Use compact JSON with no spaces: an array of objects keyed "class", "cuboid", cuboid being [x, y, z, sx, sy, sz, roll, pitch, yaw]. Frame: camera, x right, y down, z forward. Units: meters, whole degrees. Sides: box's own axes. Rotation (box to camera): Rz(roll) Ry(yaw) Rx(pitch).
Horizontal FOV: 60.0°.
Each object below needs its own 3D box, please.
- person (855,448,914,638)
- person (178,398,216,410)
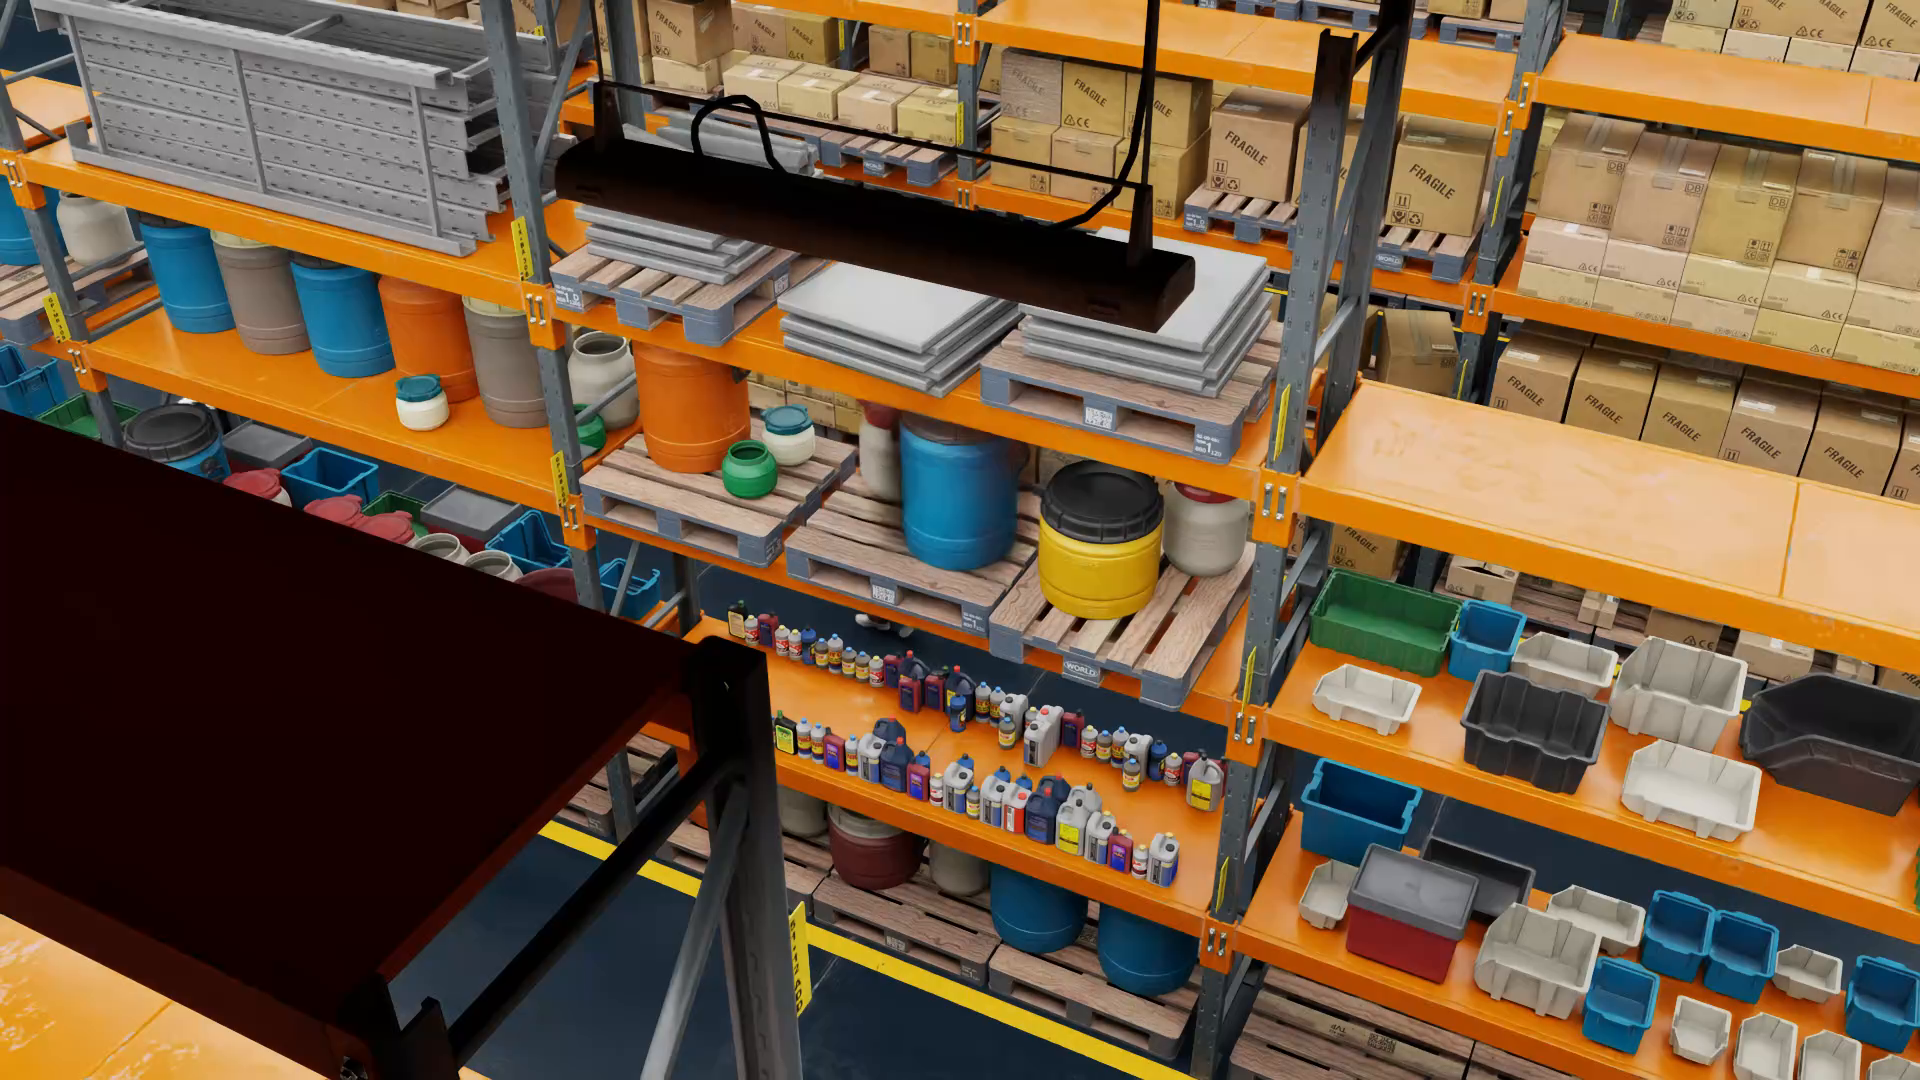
[{"class":"person","cuboid":[-0.554,0.050,12.386,0.600,1.652,0.545,8,36,12]},{"class":"person","cuboid":[-7.087,-1.923,15.197,0.591,1.718,0.466,-9,36,-13]}]
